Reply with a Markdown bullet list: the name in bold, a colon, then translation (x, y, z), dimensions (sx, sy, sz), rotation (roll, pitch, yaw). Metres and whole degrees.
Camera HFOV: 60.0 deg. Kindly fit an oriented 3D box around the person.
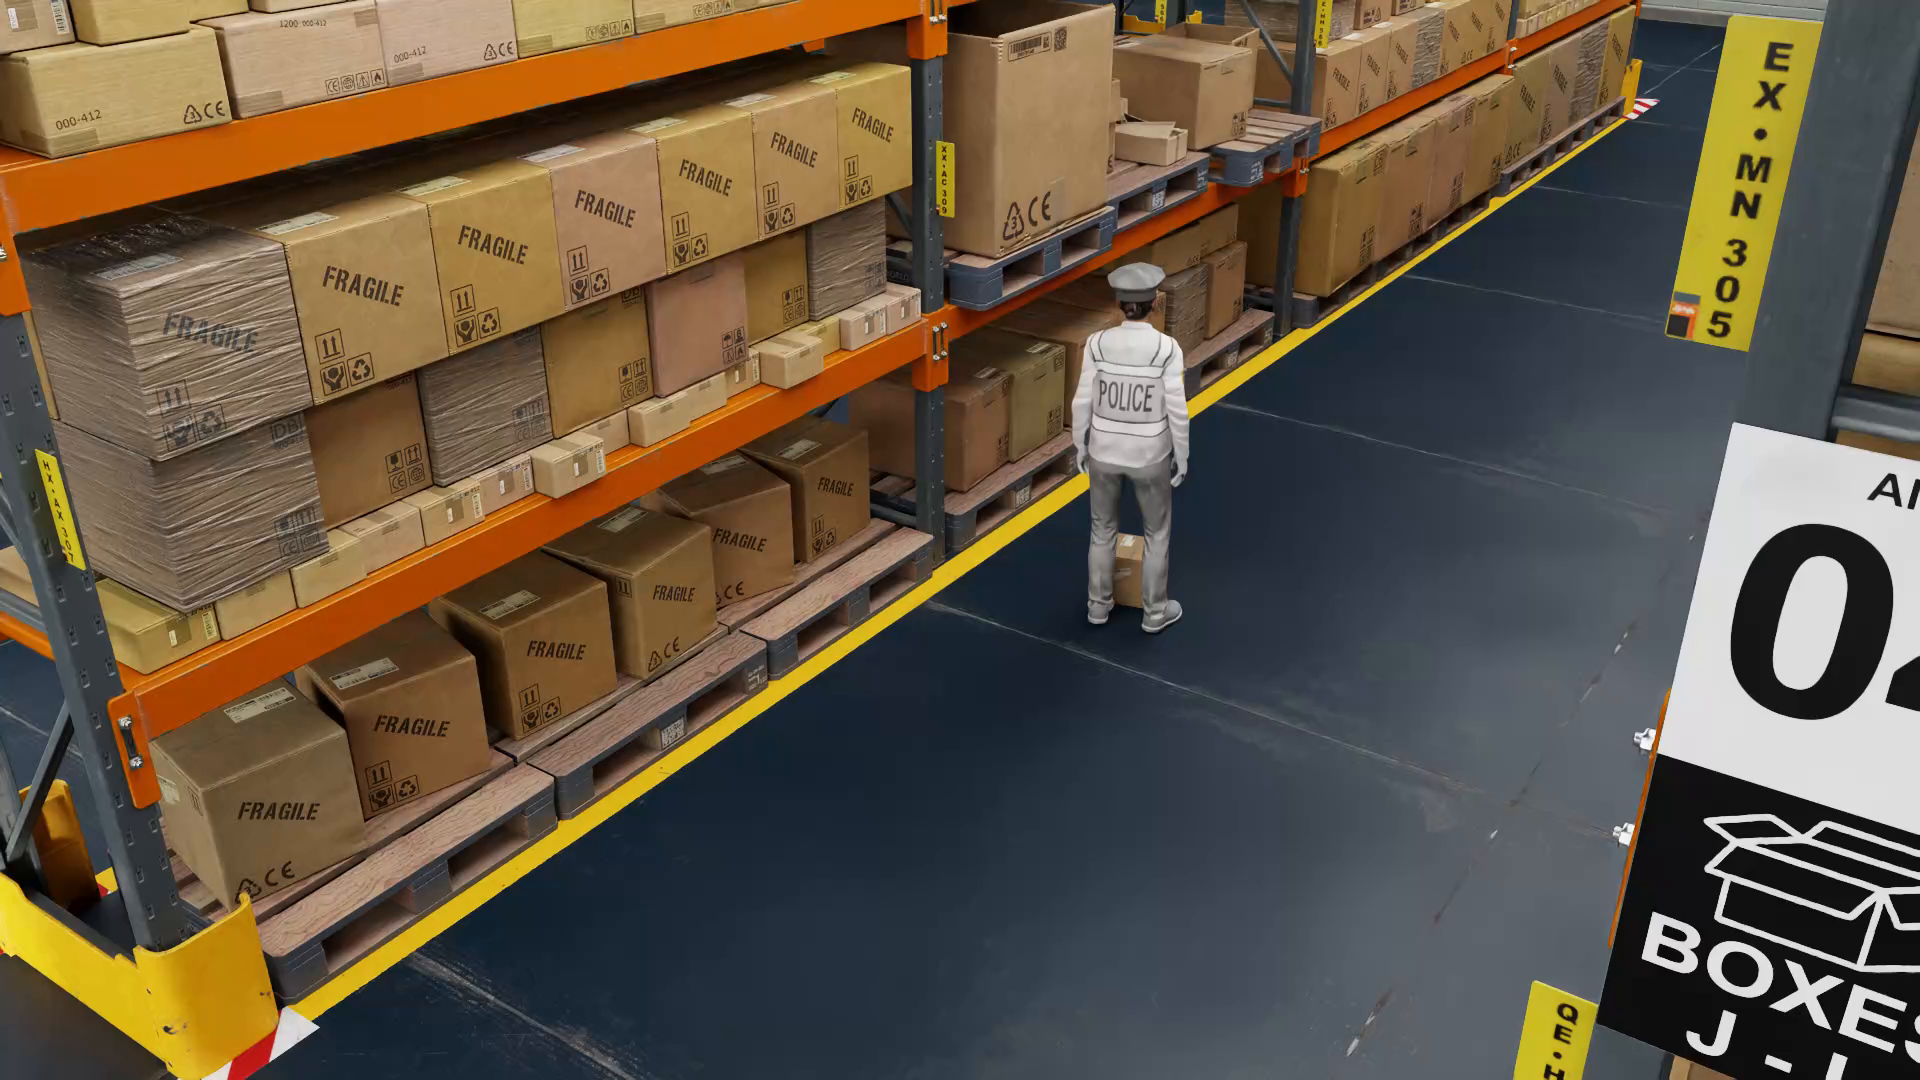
- **person**: translation (0.752, -0.376, 7.349), dimensions (0.523, 1.663, 0.372), rotation (9, 28, 16)
